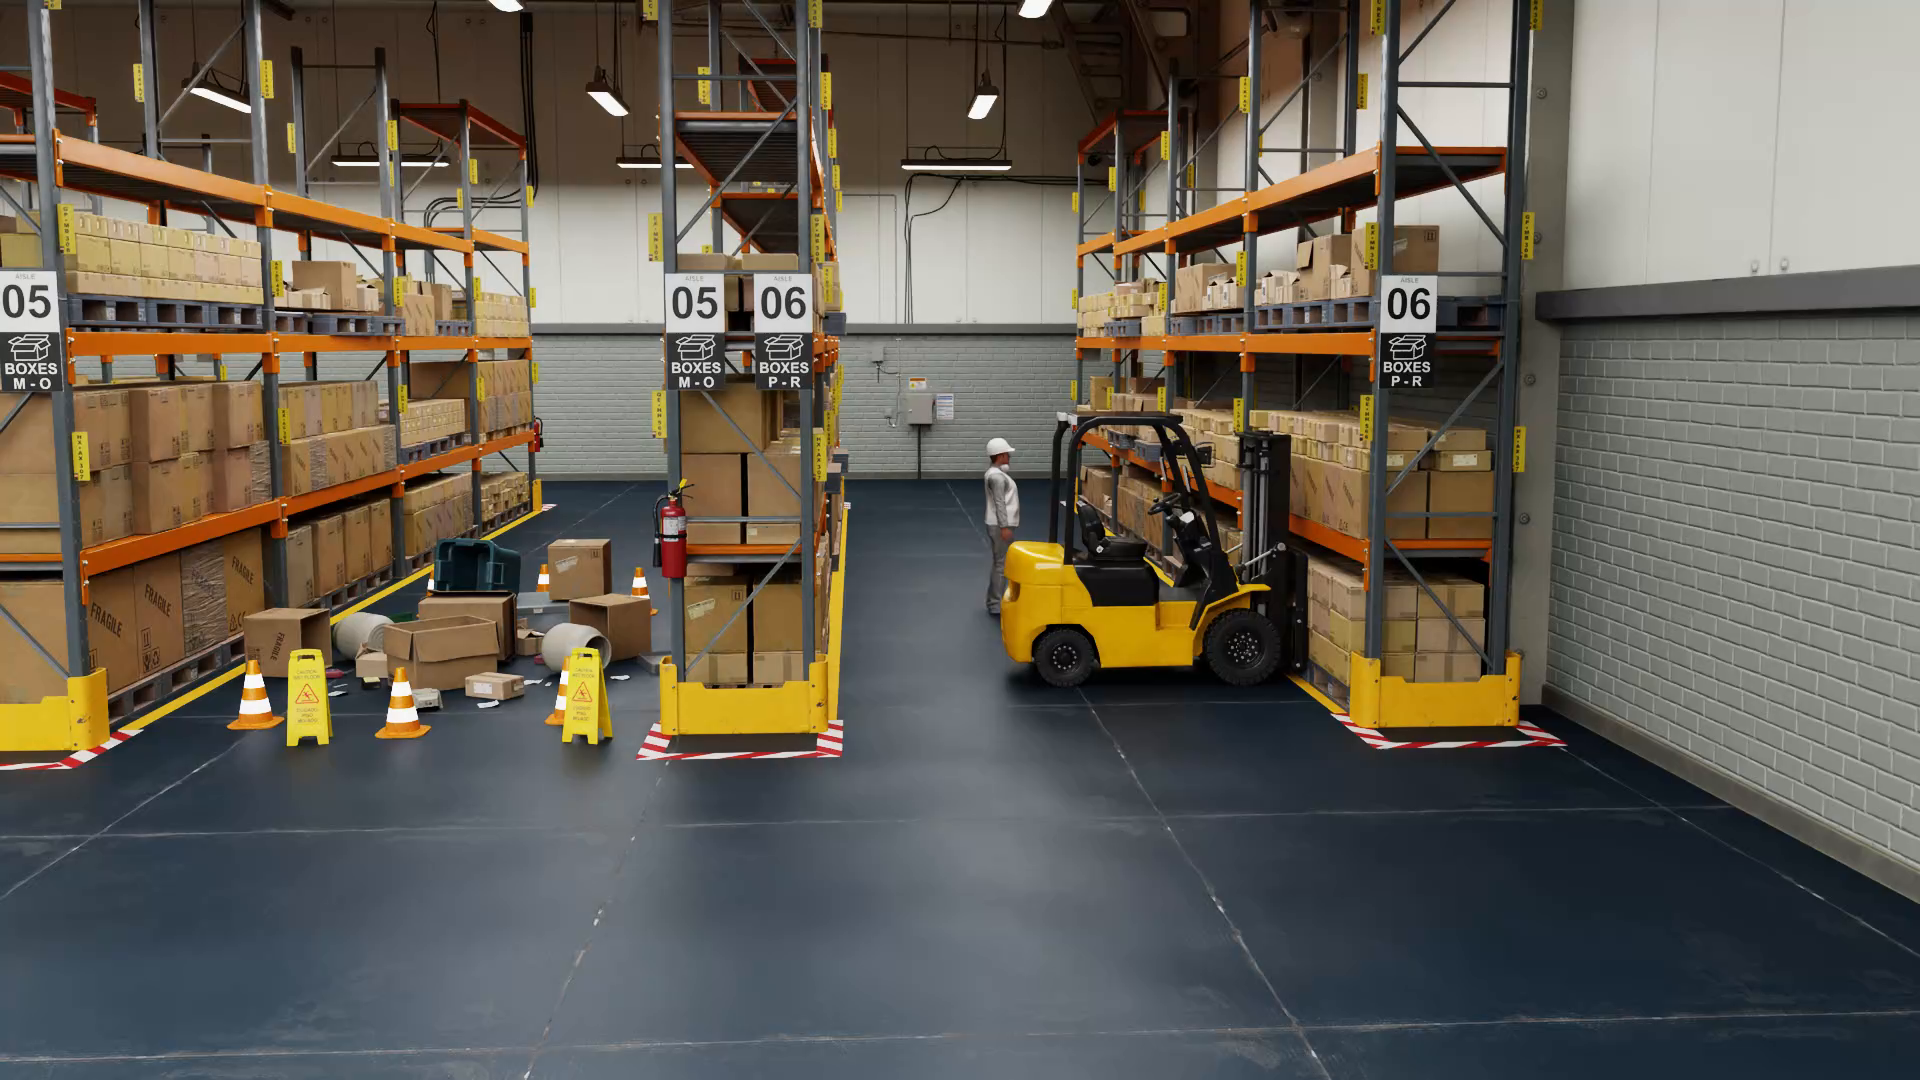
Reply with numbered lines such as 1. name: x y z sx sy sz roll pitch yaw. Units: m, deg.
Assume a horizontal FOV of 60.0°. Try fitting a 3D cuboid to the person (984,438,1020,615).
1. person: 0.426 -0.145 16.855 0.358 1.769 0.531 0 7 -2
